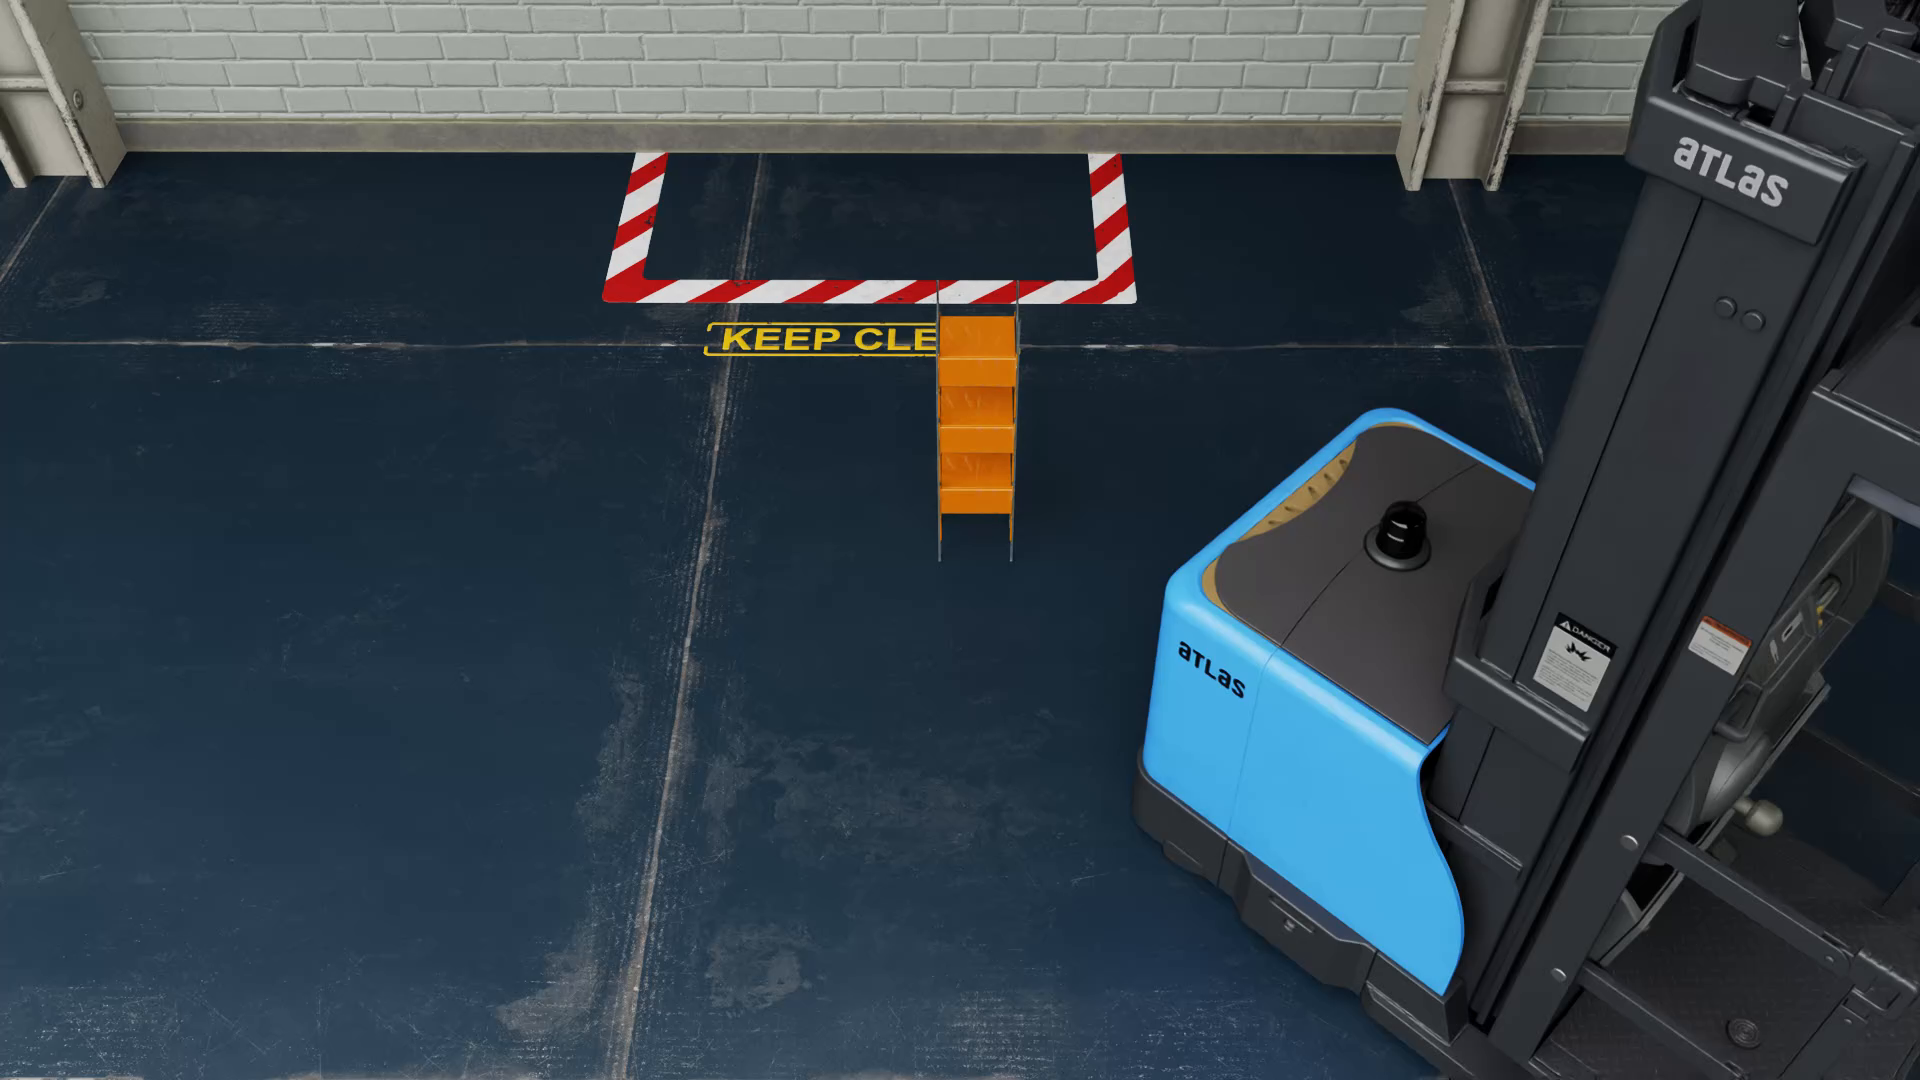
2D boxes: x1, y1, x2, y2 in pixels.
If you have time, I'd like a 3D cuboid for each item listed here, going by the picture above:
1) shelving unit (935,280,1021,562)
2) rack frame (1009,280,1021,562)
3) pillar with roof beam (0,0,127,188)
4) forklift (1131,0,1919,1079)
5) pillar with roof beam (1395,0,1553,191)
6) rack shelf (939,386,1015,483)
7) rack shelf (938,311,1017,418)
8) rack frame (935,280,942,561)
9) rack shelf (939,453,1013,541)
[{"bbox_3d":[0.054,-0.358,5.366,0.252,1.050,0.215,0,47,0],"label":"shelving unit"},{"bbox_3d":[0.176,-0.357,5.365,0.008,1.050,0.200,0,47,0],"label":"rack frame"},{"bbox_3d":[-3.896,-1.546,1.042,0.400,9.000,9.100,0,47,0],"label":"pillar with roof beam"},{"bbox_3d":[1.911,0.342,3.429,3.031,2.935,1.130,35,56,28],"label":"forklift"},{"bbox_3d":[2.104,-1.530,1.026,0.400,9.000,9.100,0,47,0],"label":"pillar with roof beam"},{"bbox_3d":[0.054,-0.350,5.373,0.240,0.259,0.215,0,47,0],"label":"rack shelf"},{"bbox_3d":[0.054,-0.544,5.166,0.240,0.259,0.215,0,47,0],"label":"rack shelf"},{"bbox_3d":[-0.068,-0.358,5.366,0.008,1.050,0.200,0,47,0],"label":"rack frame"},{"bbox_3d":[0.054,-0.161,5.577,0.240,0.259,0.215,0,47,0],"label":"rack shelf"}]
